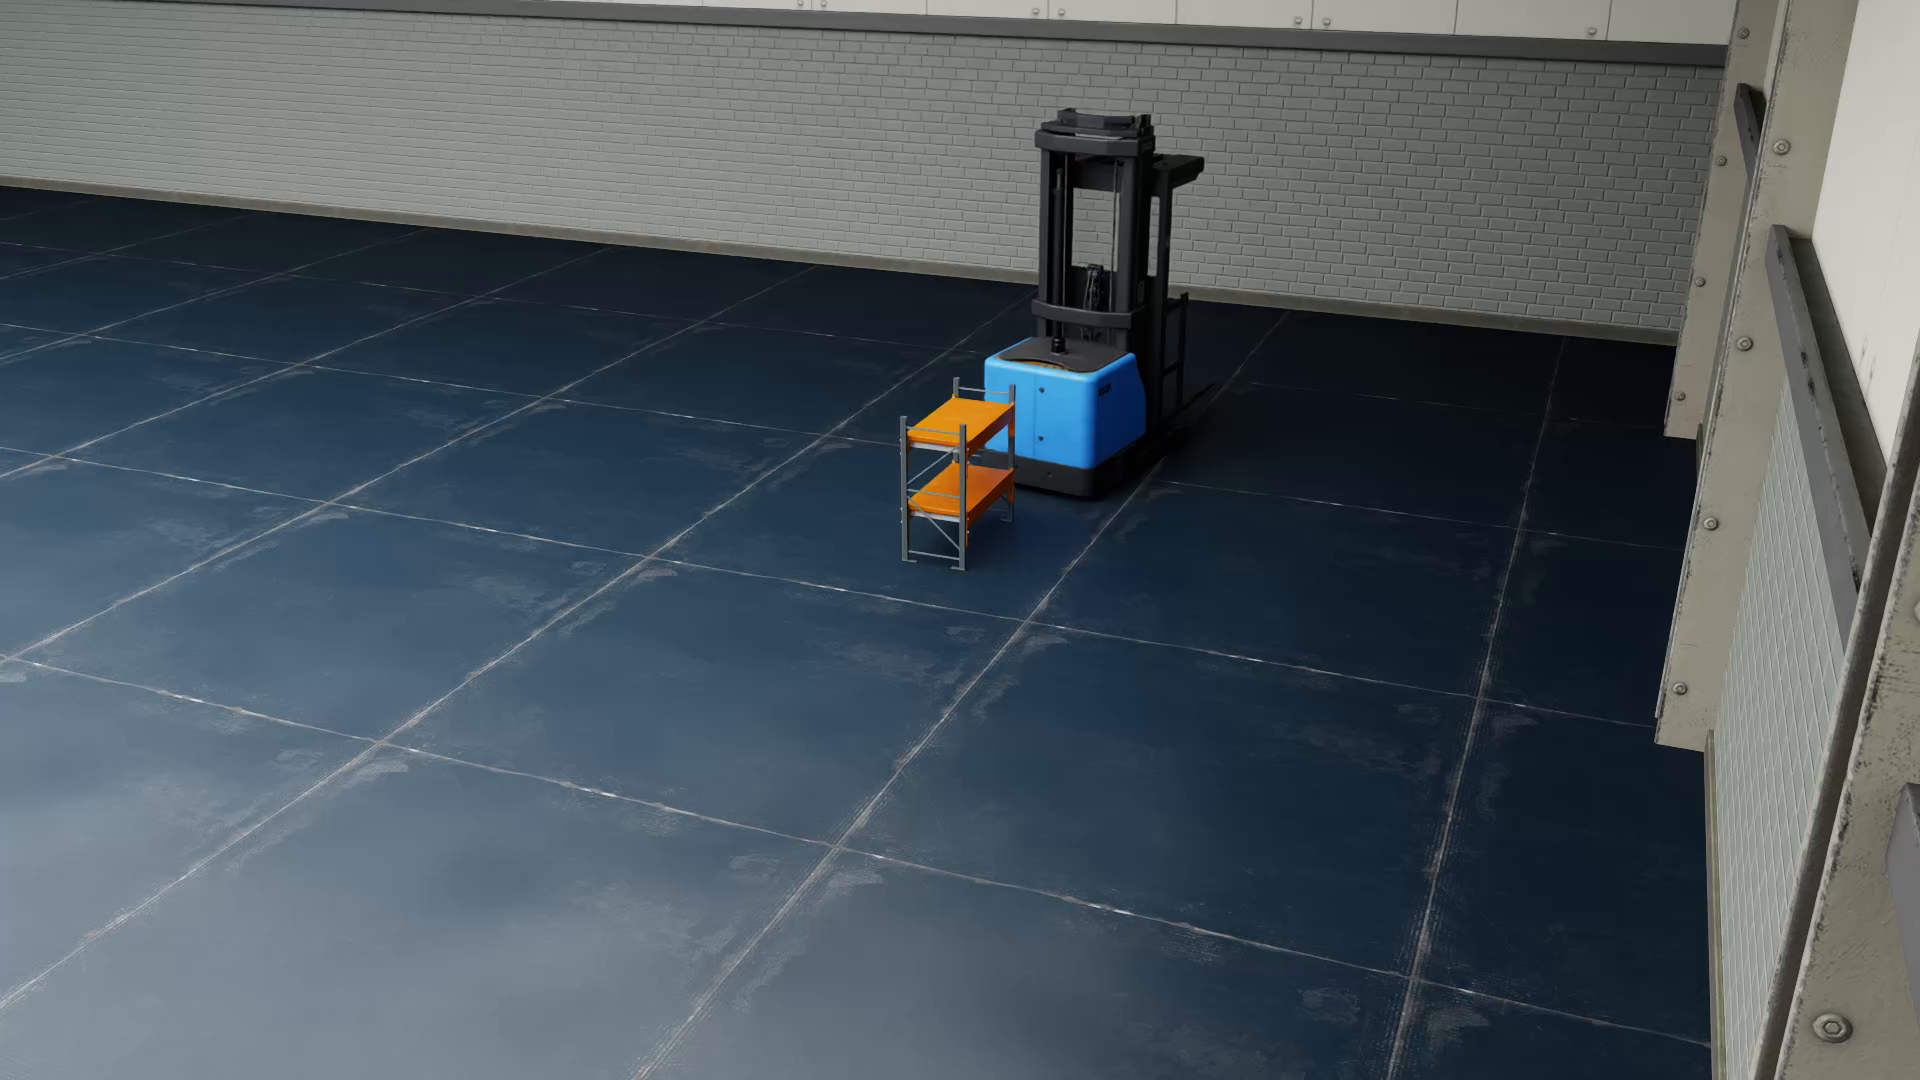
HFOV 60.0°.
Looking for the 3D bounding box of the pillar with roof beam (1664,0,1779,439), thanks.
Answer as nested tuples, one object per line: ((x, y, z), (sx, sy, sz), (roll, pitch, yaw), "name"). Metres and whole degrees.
((2.568, -5.759, 14.862), (9.100, 9.000, 0.400), (9, 24, 20), "pillar with roof beam")

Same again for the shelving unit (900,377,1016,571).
((-0.003, -0.517, 12.527), (0.538, 1.125, 1.048), (9, 24, 20), "shelving unit")

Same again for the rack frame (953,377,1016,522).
((0.186, -0.699, 12.963), (0.500, 1.125, 0.032), (9, 24, 20), "rack frame")

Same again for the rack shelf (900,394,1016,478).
((-0.003, -0.787, 12.415), (0.538, 0.278, 1.000), (9, 24, 20), "rack shelf")

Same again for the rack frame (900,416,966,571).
((-0.191, -0.335, 12.092), (0.500, 1.125, 0.032), (9, 24, 20), "rack frame")

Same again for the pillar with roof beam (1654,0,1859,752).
((0.340, -3.612, 9.721), (9.100, 9.000, 0.400), (9, 24, 20), "pillar with roof beam")

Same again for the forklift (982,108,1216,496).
((1.370, -2.225, 14.275), (1.130, 2.935, 3.031), (13, 26, 28), "forklift")

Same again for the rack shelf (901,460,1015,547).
((-0.003, -0.291, 12.622), (0.538, 0.278, 1.000), (9, 24, 20), "rack shelf")
